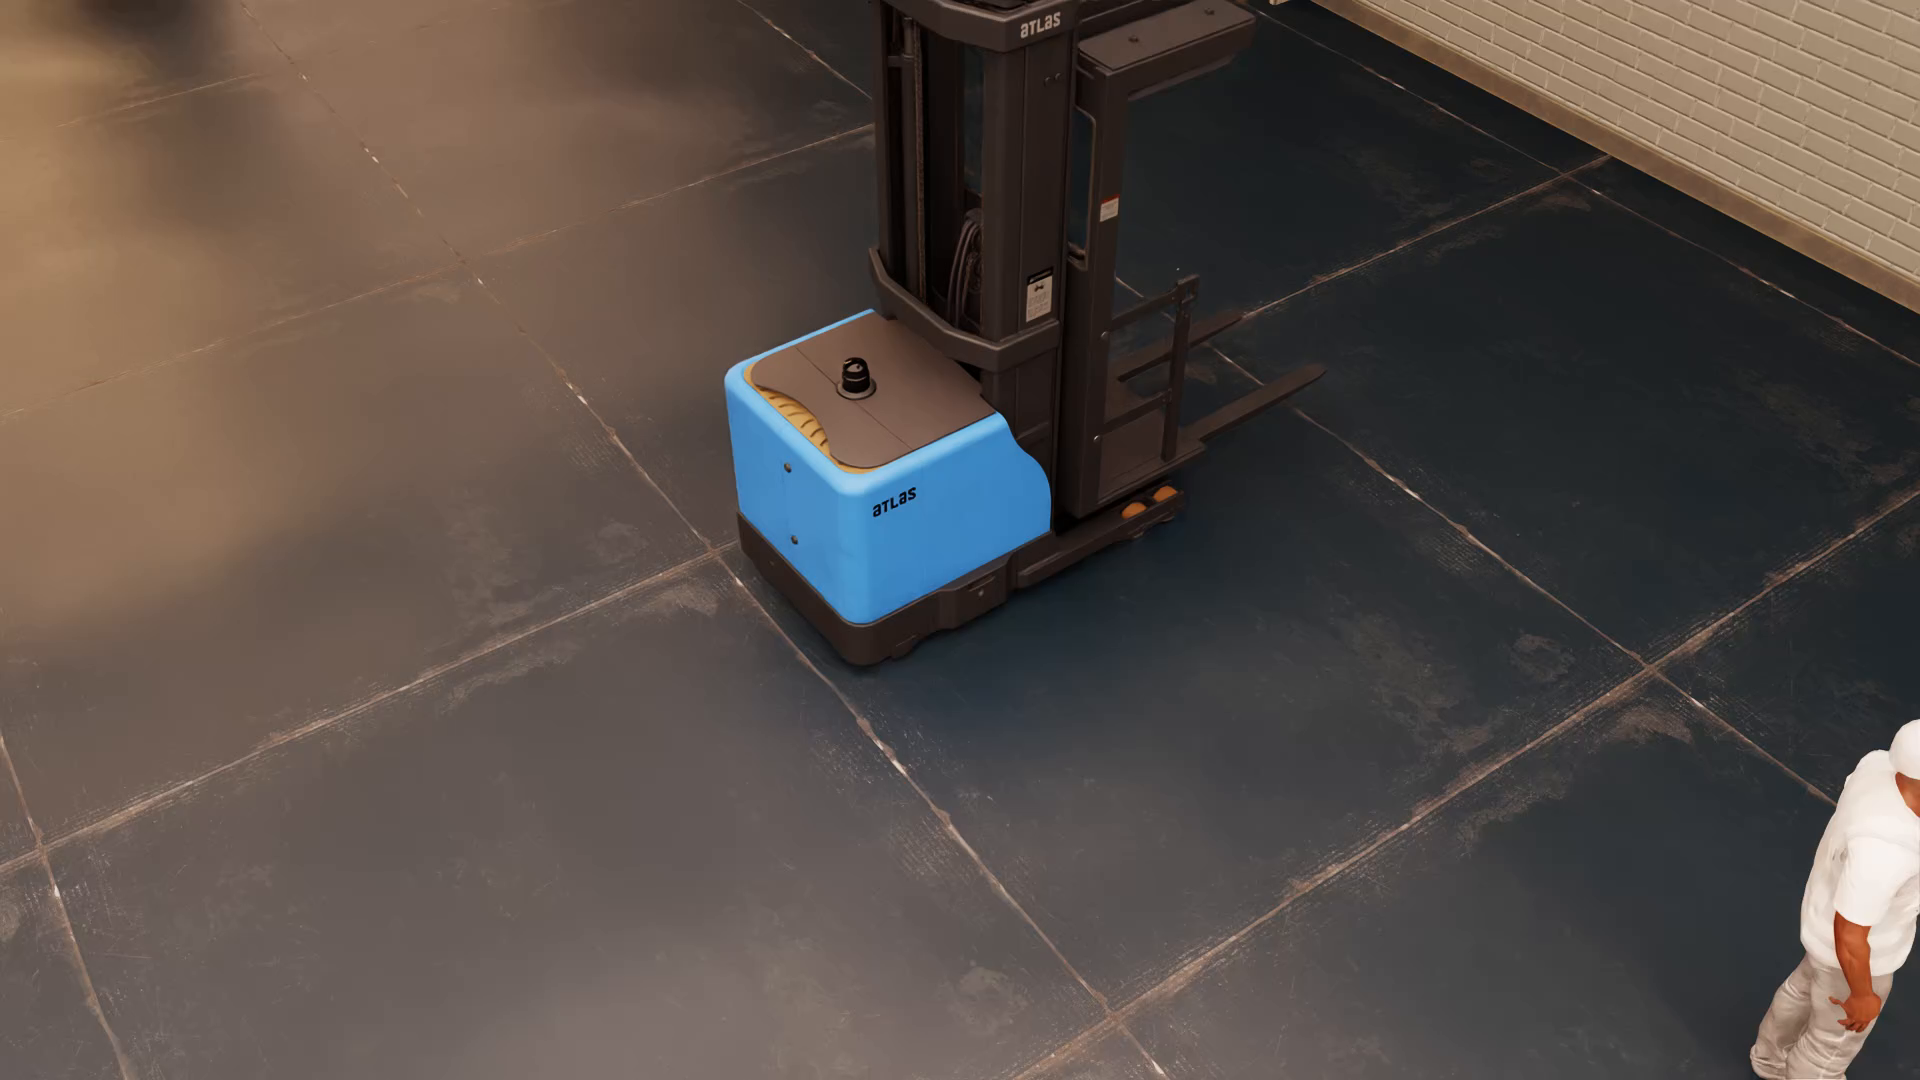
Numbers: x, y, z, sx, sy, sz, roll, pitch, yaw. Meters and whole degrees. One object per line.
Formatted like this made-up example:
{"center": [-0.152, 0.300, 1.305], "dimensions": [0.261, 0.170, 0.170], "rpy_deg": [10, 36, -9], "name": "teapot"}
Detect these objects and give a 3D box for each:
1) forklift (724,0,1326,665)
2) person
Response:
{"center": [0.461, -1.353, 7.183], "dimensions": [3.031, 2.935, 1.130], "rpy_deg": [-27, 49, -26], "name": "forklift"}
{"center": [2.895, 1.240, 5.218], "dimensions": [0.577, 1.765, 0.666], "rpy_deg": [19, 46, 19], "name": "person"}
